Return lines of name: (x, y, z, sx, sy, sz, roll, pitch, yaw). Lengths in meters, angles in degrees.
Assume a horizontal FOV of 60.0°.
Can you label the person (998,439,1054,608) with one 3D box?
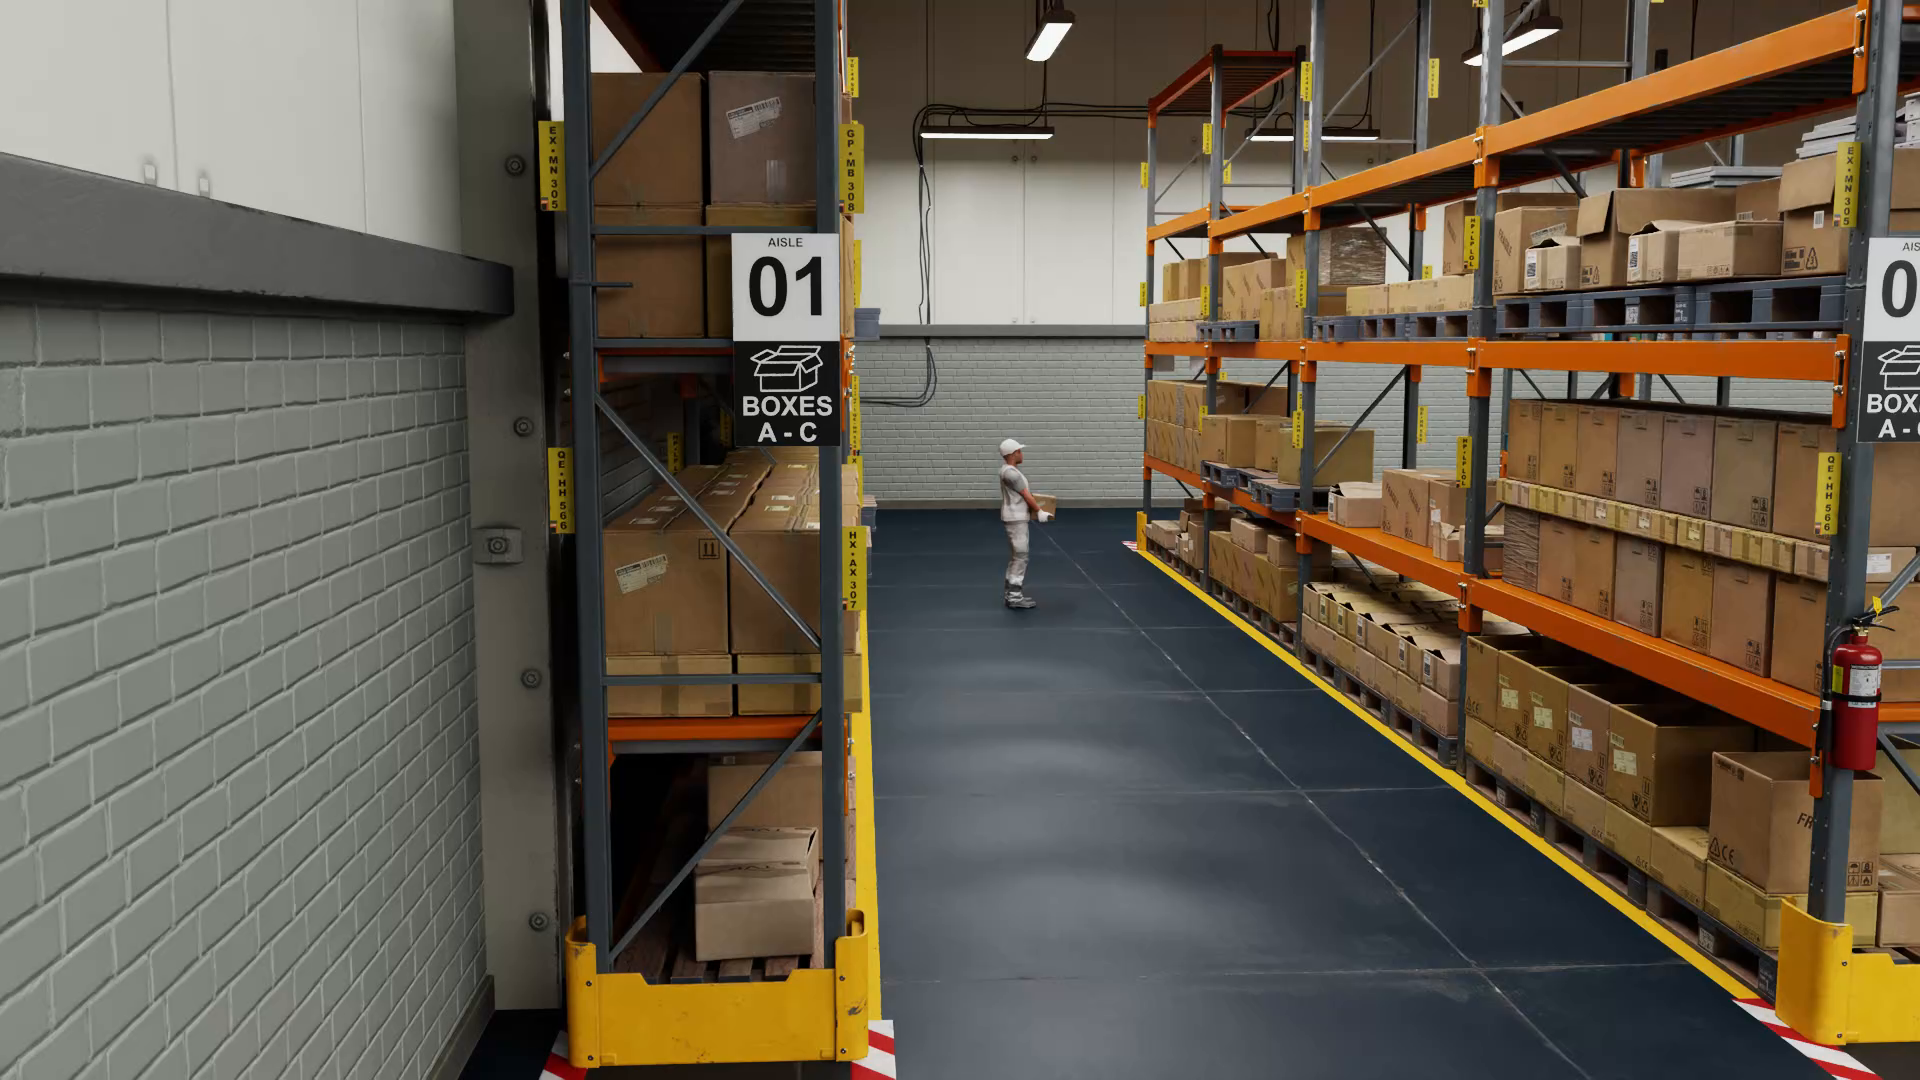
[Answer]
person: (0.700, -0.182, 17.700, 0.572, 1.782, 0.493, 0, 7, -3)
